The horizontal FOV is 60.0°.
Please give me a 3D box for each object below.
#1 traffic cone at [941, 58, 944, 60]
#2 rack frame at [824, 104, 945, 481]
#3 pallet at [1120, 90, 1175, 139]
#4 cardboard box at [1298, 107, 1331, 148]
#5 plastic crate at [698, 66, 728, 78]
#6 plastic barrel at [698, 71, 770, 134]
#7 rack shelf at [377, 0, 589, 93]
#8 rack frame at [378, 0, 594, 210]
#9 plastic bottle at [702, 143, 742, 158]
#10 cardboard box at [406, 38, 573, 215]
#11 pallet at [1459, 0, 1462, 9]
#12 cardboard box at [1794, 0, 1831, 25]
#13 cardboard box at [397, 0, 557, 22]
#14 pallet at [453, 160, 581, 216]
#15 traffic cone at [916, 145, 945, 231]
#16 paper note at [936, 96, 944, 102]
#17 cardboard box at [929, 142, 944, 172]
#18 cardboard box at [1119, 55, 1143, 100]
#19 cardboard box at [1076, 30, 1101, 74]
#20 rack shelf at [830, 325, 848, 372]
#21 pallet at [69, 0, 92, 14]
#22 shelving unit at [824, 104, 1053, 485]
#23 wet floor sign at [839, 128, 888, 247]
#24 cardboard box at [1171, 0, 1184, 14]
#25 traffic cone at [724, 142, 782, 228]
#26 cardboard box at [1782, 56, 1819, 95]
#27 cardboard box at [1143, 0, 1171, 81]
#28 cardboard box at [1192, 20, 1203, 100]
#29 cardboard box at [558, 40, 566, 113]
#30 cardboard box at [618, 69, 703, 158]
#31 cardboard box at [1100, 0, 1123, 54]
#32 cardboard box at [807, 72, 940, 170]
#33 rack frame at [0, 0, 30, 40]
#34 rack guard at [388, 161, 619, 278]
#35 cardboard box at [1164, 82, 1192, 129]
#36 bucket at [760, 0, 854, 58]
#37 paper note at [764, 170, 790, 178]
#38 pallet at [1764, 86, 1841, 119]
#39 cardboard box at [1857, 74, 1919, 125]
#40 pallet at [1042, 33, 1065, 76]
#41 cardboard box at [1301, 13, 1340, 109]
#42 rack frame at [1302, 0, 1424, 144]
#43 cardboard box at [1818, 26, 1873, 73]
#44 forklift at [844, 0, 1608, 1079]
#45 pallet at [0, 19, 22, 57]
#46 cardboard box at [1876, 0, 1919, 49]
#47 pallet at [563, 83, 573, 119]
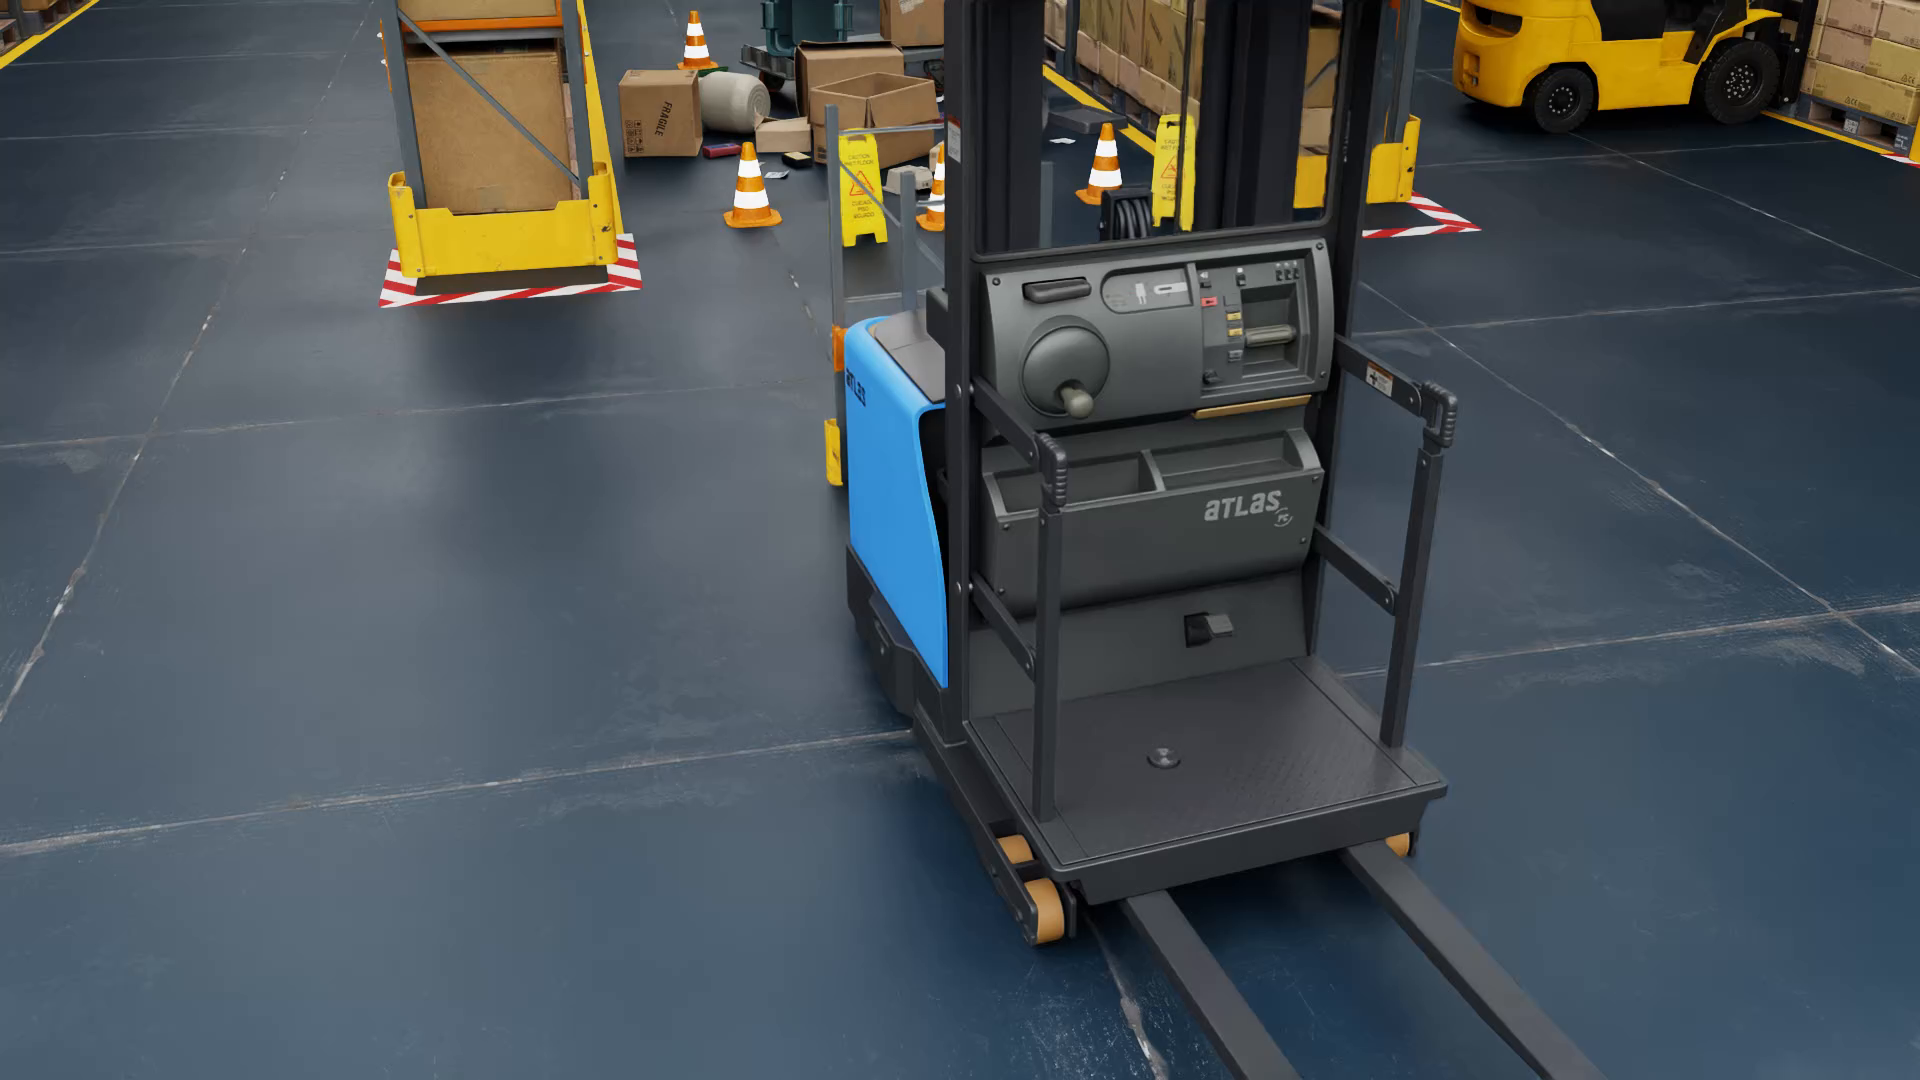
[{"bbox_3d":[-0.270,-4.485,14.622,0.336,0.463,0.334,-6,27,-12],"label":"traffic cone"},{"bbox_3d":[-0.252,-0.947,6.461,0.500,1.500,0.032,-8,28,-16],"label":"rack frame"},{"bbox_3d":[1.838,-3.143,12.242,1.003,0.211,1.213,-6,27,-12],"label":"pallet"},{"bbox_3d":[2.363,-2.802,11.057,0.500,0.250,0.500,-6,27,-12],"label":"cardboard box"},{"bbox_3d":[-2.111,-3.495,12.903,0.450,0.188,0.662,-2,25,20],"label":"plastic crate"},{"bbox_3d":[-1.676,-3.176,12.073,0.512,0.421,0.421,13,30,24],"label":"plastic barrel"},{"bbox_3d":[-2.975,-3.469,10.593,1.077,0.370,4.000,-6,27,-12],"label":"rack shelf"},{"bbox_3d":[-2.525,-2.912,8.691,1.000,3.000,0.127,-6,27,-12],"label":"rack frame"},{"bbox_3d":[-1.634,-2.711,11.553,0.283,0.061,0.133,-16,31,-29],"label":"plastic bottle"},{"bbox_3d":[-2.742,-2.442,9.652,0.875,0.875,0.875,-6,27,-11],"label":"cardboard box"},{"bbox_3d":[5.726,-5.332,16.580,1.003,0.211,1.213,-6,27,-12],"label":"pallet"},{"bbox_3d":[6.458,-3.986,12.294,0.500,0.250,0.500,-6,27,-11],"label":"cardboard box"},{"bbox_3d":[-2.653,-3.138,8.971,0.875,0.550,0.550,-6,27,-12],"label":"cardboard box"},{"bbox_3d":[-2.781,-2.011,9.999,1.003,0.211,1.213,-6,27,-12],"label":"pallet"},{"bbox_3d":[-0.083,-2.123,9.942,0.336,0.463,0.334,-6,27,-12],"label":"traffic cone"},{"bbox_3d":[-0.169,-3.484,13.119,0.148,0.019,0.142,-6,27,-12],"label":"paper note"},{"bbox_3d":[0.012,-2.557,11.150,0.380,0.149,0.250,8,28,15],"label":"cardboard box"},{"bbox_3d":[1.497,-3.423,12.288,0.500,0.250,0.500,-6,27,-12],"label":"cardboard box"},{"bbox_3d":[1.244,-3.889,13.211,0.500,0.250,0.500,-7,28,-14],"label":"cardboard box"},{"bbox_3d":[-0.099,-0.568,6.110,0.538,0.185,1.000,-8,28,-16],"label":"rack shelf"},{"bbox_3d":[-9.559,-5.608,17.127,1.003,0.211,1.213,-6,27,-12],"label":"pallet"},{"bbox_3d":[-0.102,-0.732,6.036,0.587,1.500,1.083,-8,28,-16],"label":"shelving unit"},{"bbox_3d":[-0.589,-2.050,9.595,0.267,0.644,0.232,-11,29,-20],"label":"wet floor sign"},{"bbox_3d":[1.639,-3.634,11.154,0.380,0.149,0.250,-5,27,-11],"label":"cardboard box"},{"bbox_3d":[-1.261,-2.157,10.010,0.336,0.463,0.334,-6,27,-12],"label":"traffic cone"},{"bbox_3d":[6.490,-3.539,12.518,0.500,0.250,0.500,-6,27,-11],"label":"cardboard box"},{"bbox_3d":[1.613,-3.530,11.669,0.500,0.500,0.500,-7,28,-13],"label":"cardboard box"},{"bbox_3d":[1.841,-3.079,10.775,0.500,0.500,0.500,-6,27,-11],"label":"cardboard box"},{"bbox_3d":[-3.146,-3.229,11.210,0.875,0.875,0.875,-6,27,-11],"label":"cardboard box"},{"bbox_3d":[-2.077,-2.976,11.589,0.500,0.500,0.500,-1,27,-3],"label":"cardboard box"},{"bbox_3d":[1.376,-3.990,12.579,0.500,0.500,0.500,-5,27,-10],"label":"cardboard box"},{"bbox_3d":[-0.587,-2.859,11.356,0.637,0.503,0.797,19,32,32],"label":"cardboard box"},{"bbox_3d":[-9.183,-5.965,14.739,1.000,3.000,0.127,-6,27,-12],"label":"rack frame"},{"bbox_3d":[-2.519,-1.786,9.233,1.175,0.500,0.348,-6,27,-12],"label":"rack guard"},{"bbox_3d":[1.722,-2.975,11.401,0.500,0.250,0.500,-6,27,-11],"label":"cardboard box"},{"bbox_3d":[-1.149,-4.060,12.911,0.726,0.611,0.620,3,17,6],"label":"bucket"},{"bbox_3d":[-1.215,-2.429,11.030,0.144,0.017,0.142,3,27,6],"label":"paper note"},{"bbox_3d":[6.626,-3.586,13.121,1.003,0.211,1.213,-6,27,-12],"label":"pallet"},{"bbox_3d":[6.697,-3.099,11.647,0.500,0.250,0.500,-6,27,-11],"label":"cardboard box"},{"bbox_3d":[1.197,-4.312,14.559,1.003,0.211,1.213,-6,27,-12],"label":"pallet"},{"bbox_3d":[2.357,-3.147,10.909,0.500,0.500,0.500,-7,28,-13],"label":"cardboard box"},{"bbox_3d":[2.275,-3.459,9.775,1.000,3.000,0.127,-6,27,-12],"label":"rack frame"},{"bbox_3d":[6.594,-3.551,11.988,0.500,0.250,0.500,-6,27,-12],"label":"cardboard box"},{"bbox_3d":[0.582,-0.491,3.970,1.130,2.935,3.031,-9,28,-17],"label":"forklift"},{"bbox_3d":[-9.008,-4.377,14.688,1.003,0.211,1.213,-6,27,-12],"label":"pallet"},{"bbox_3d":[6.703,-3.542,11.414,0.500,0.250,0.500,-5,27,-10],"label":"cardboard box"},{"bbox_3d":[-3.331,-3.082,12.121,1.003,0.211,1.213,-6,27,-12],"label":"pallet"}]
